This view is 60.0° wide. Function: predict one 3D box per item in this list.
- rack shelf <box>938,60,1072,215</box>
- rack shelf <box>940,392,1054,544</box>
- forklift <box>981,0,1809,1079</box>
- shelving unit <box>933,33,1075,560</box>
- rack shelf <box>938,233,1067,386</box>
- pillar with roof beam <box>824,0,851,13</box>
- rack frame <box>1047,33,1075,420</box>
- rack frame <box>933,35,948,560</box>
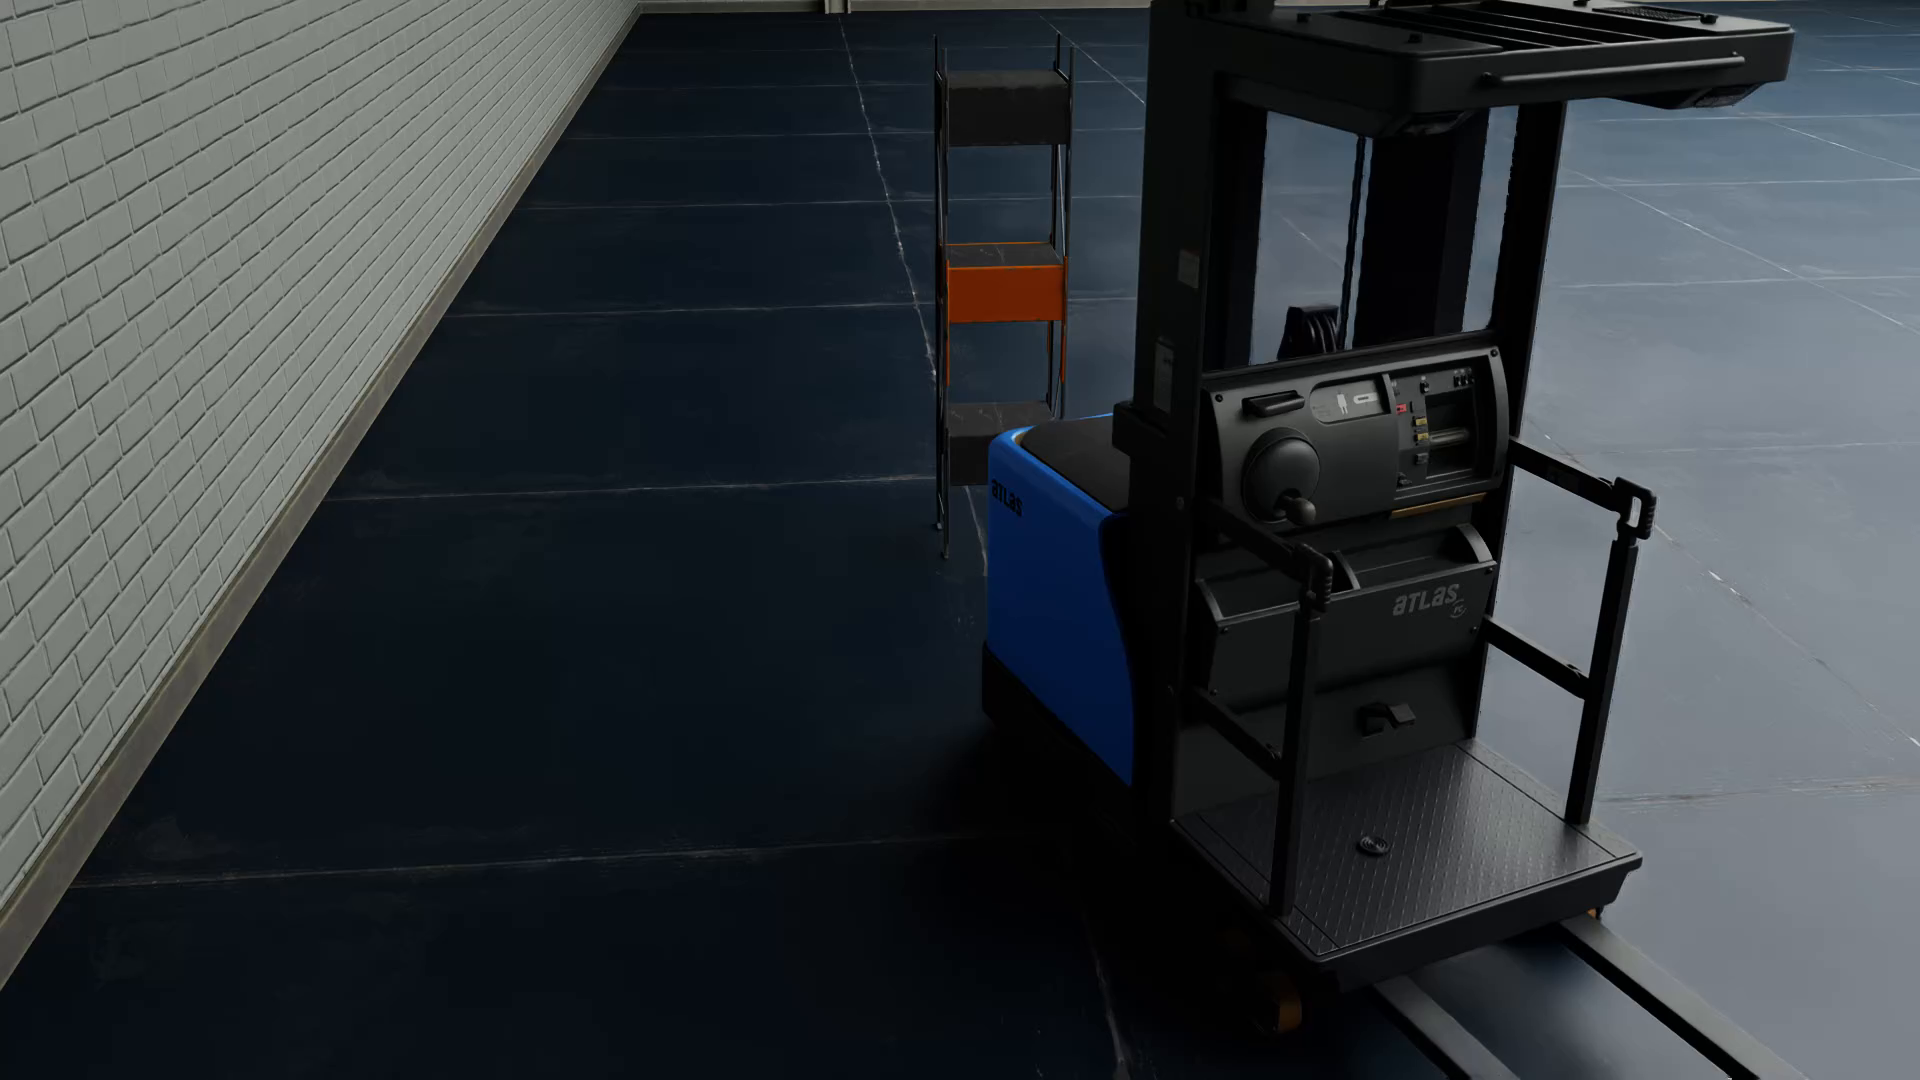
[{"bbox_3d":[0.165,-1.593,6.560,0.480,0.518,0.431,-2,24,-5],"label":"rack shelf"},{"bbox_3d":[0.165,-0.314,7.128,0.480,0.518,0.431,-2,24,-5],"label":"rack shelf"},{"bbox_3d":[1.153,-0.249,4.201,1.130,2.935,3.031,-11,26,-23],"label":"forklift"},{"bbox_3d":[0.165,-0.966,6.838,0.503,2.100,0.431,-2,24,-5],"label":"shelving unit"},{"bbox_3d":[0.165,-0.954,6.844,0.480,0.518,0.431,-2,24,-5],"label":"rack shelf"},{"bbox_3d":[-1.445,-10.428,19.631,0.400,9.000,9.100,-2,24,-5],"label":"pillar with roof beam"},{"bbox_3d":[0.408,-0.976,6.860,0.015,2.100,0.400,-2,24,-5],"label":"rack frame"},{"bbox_3d":[-0.078,-0.956,6.816,0.015,2.100,0.400,-2,24,-5],"label":"rack frame"}]
